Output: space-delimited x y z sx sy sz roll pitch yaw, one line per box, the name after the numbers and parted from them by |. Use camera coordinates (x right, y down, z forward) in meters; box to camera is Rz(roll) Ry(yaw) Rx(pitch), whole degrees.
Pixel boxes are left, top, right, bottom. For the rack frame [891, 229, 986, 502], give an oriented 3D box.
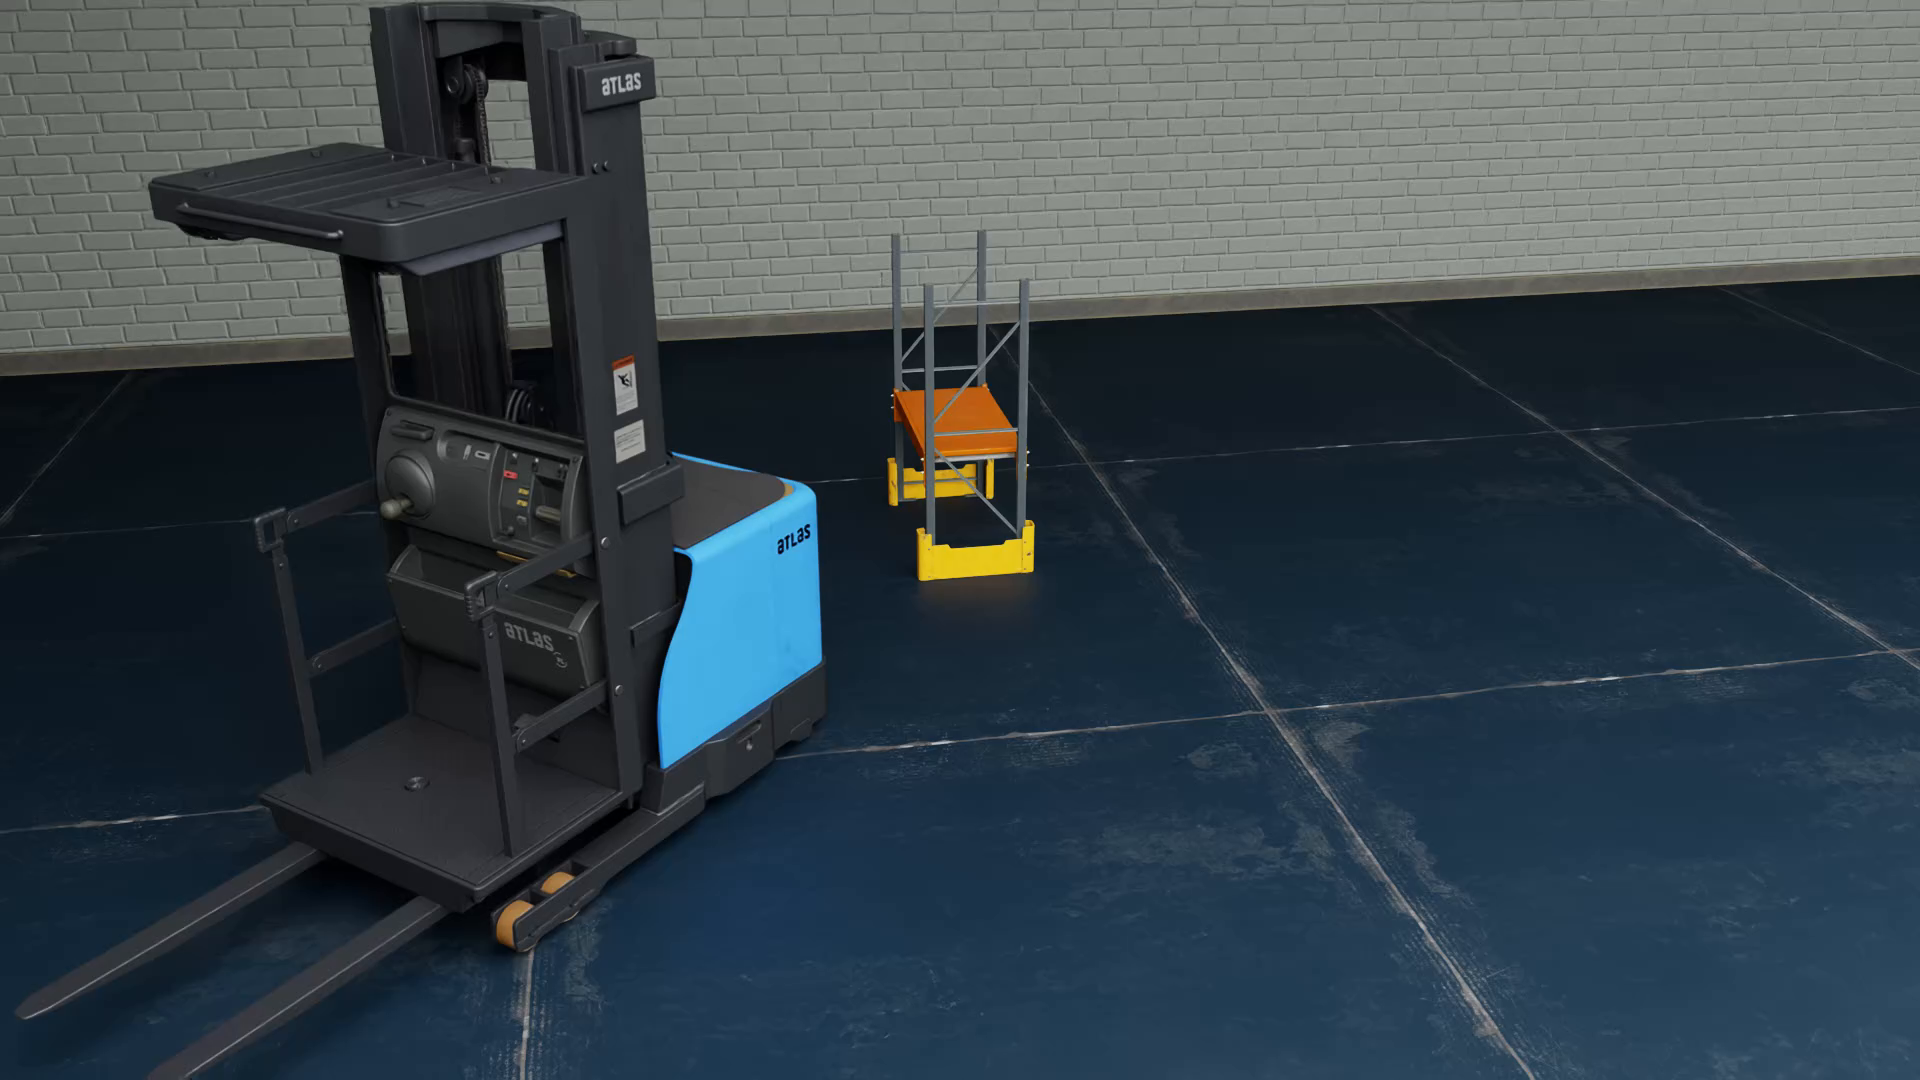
-0.110 -0.921 8.984 0.500 1.500 0.032 -4 24 -10 | rack frame

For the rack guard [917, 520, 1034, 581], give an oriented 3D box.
0.078 0.051 8.320 0.587 0.250 0.087 -4 24 -10 | rack guard

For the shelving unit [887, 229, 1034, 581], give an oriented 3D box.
-0.014 -0.717 8.519 0.587 1.500 1.083 -4 24 -10 | shelving unit

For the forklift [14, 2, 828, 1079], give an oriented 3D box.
-1.751 -0.174 5.487 1.130 2.935 3.031 14 27 29 | forklift

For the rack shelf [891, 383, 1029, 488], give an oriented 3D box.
-0.016 -0.556 8.599 0.538 0.185 1.000 -4 24 -10 | rack shelf

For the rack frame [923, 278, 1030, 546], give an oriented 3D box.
0.078 -0.521 8.069 0.500 1.500 0.032 -4 24 -10 | rack frame

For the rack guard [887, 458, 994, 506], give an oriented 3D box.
-0.106 -0.340 9.217 0.587 0.250 0.087 -4 24 -10 | rack guard
